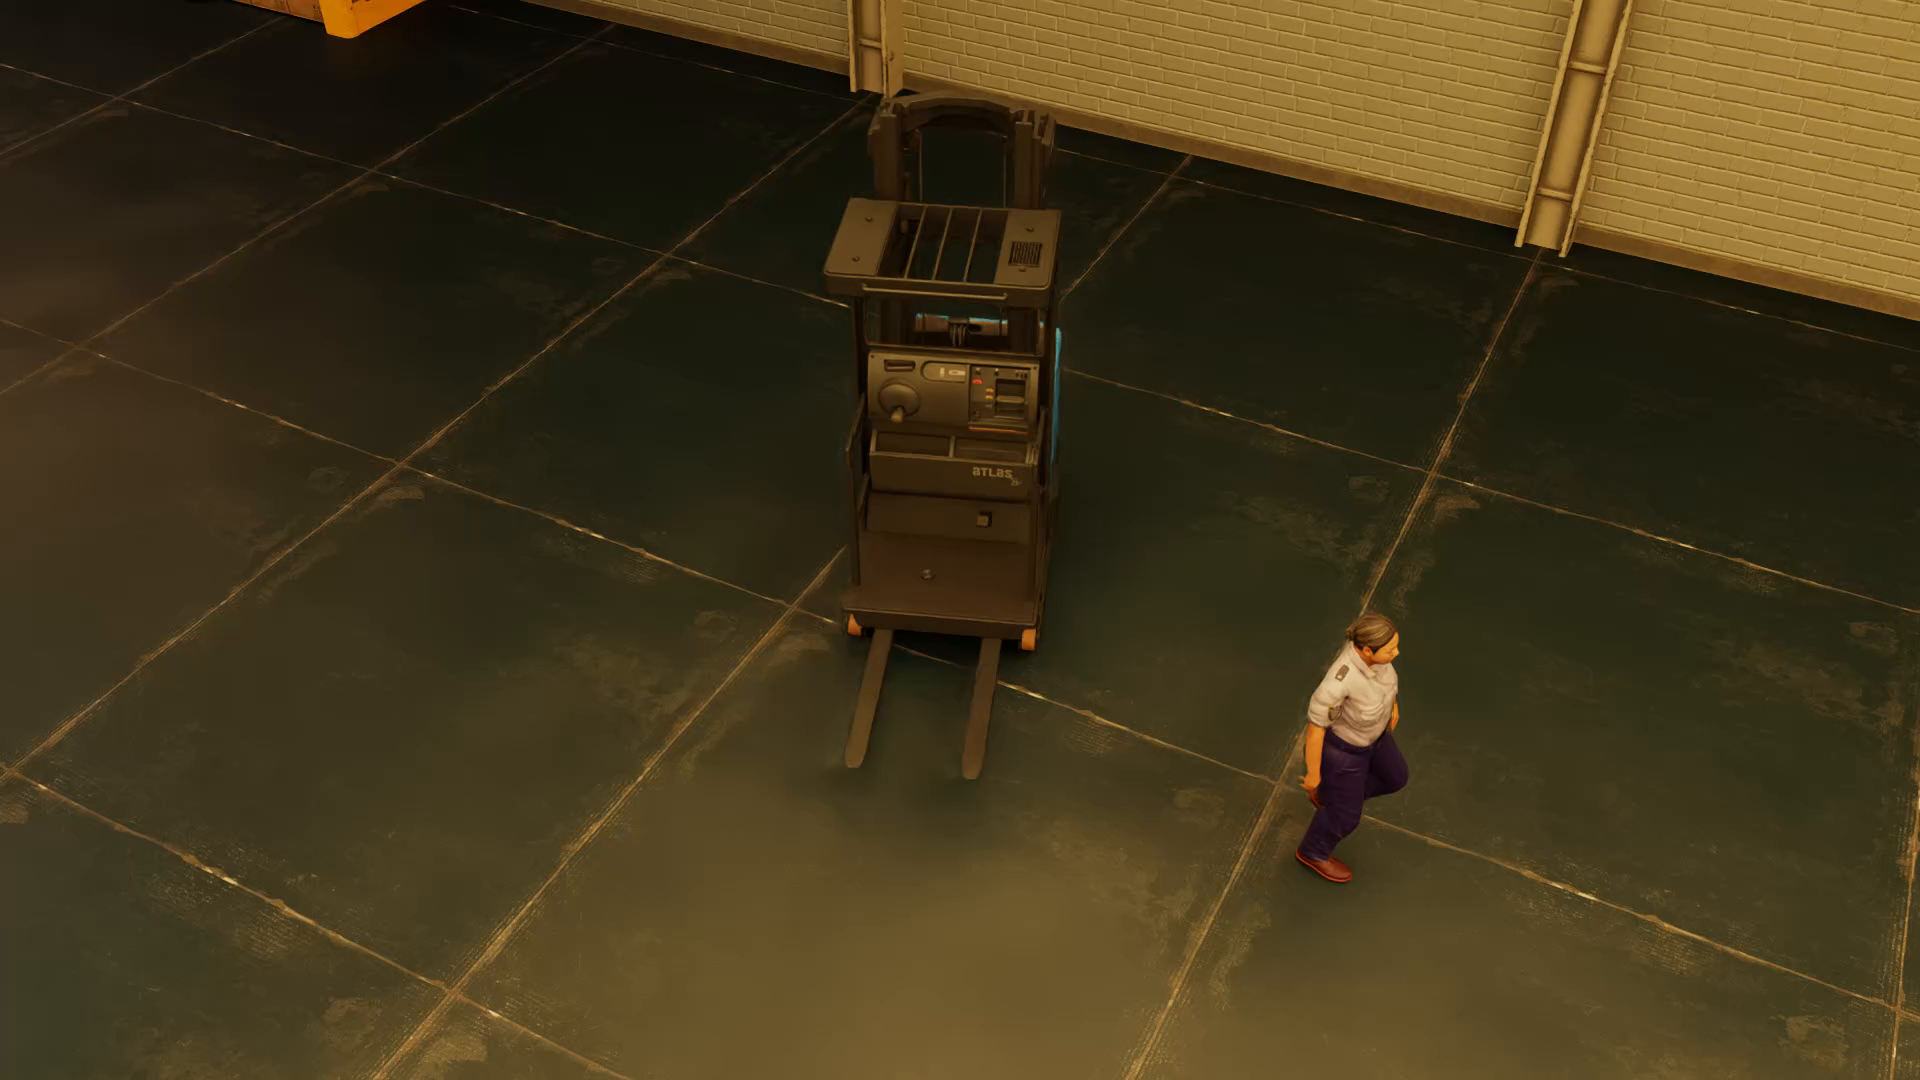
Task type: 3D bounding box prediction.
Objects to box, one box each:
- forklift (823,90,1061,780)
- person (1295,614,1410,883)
[{"bbox_3d":[-0.063,-0.727,8.849,1.130,2.935,3.031,5,40,5],"label":"forklift"},{"bbox_3d":[1.881,0.969,7.851,0.455,1.630,0.629,23,45,25],"label":"person"}]
